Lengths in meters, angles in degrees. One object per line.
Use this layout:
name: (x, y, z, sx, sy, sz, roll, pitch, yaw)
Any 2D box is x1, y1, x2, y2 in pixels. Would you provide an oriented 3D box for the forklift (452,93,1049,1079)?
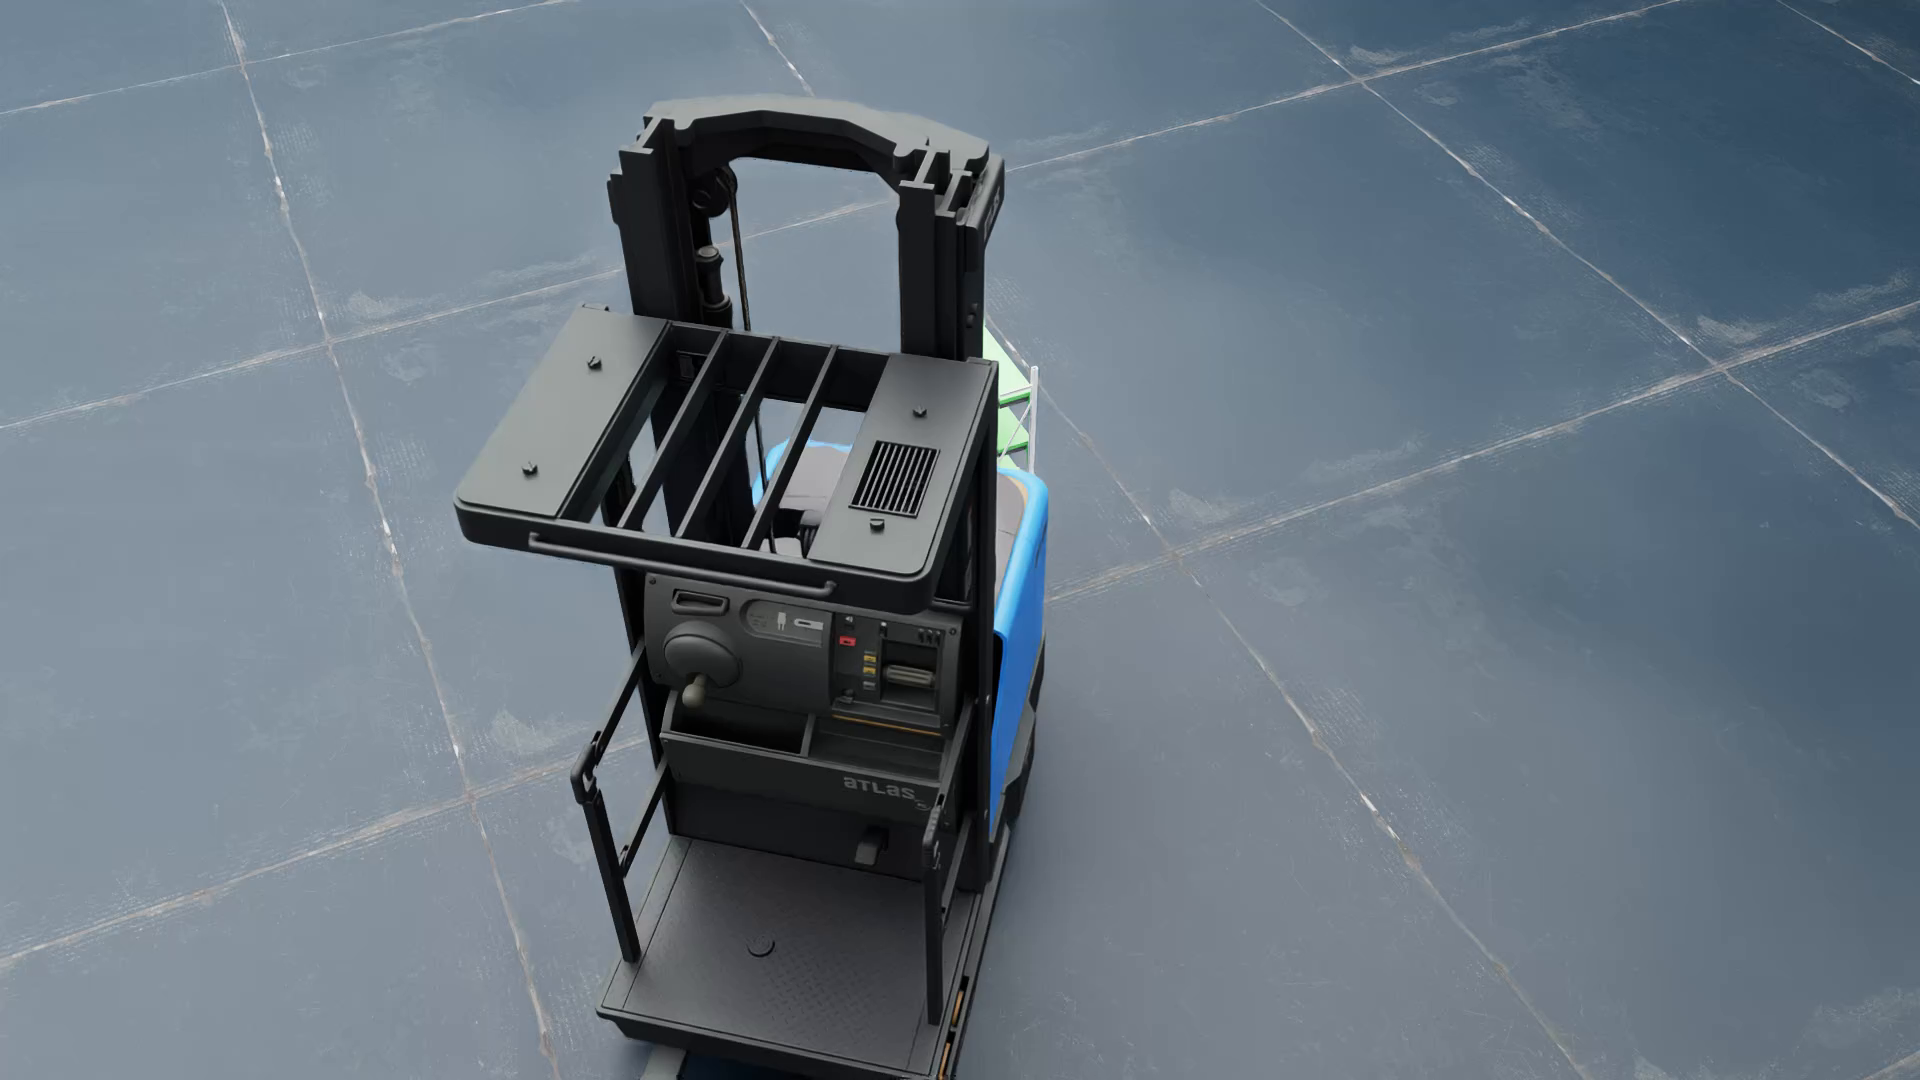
forklift: (-0.500, 0.423, 4.603, 1.130, 2.935, 3.031, 9, 45, 9)

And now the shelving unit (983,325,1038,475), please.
shelving unit: (0.070, -0.322, 6.591, 0.258, 1.200, 0.503, -18, 47, -17)

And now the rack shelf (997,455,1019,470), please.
rack shelf: (0.070, -0.276, 6.635, 0.258, 0.148, 0.480, -18, 47, -17)

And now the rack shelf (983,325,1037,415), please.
rack shelf: (0.070, -0.618, 6.298, 0.258, 0.148, 0.480, -18, 47, -17)

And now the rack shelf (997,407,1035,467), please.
rack shelf: (0.070, -0.447, 6.467, 0.258, 0.148, 0.480, -18, 47, -17)

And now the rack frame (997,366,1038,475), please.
rack frame: (0.172, -0.166, 6.433, 0.240, 1.200, 0.015, -18, 47, -17)
